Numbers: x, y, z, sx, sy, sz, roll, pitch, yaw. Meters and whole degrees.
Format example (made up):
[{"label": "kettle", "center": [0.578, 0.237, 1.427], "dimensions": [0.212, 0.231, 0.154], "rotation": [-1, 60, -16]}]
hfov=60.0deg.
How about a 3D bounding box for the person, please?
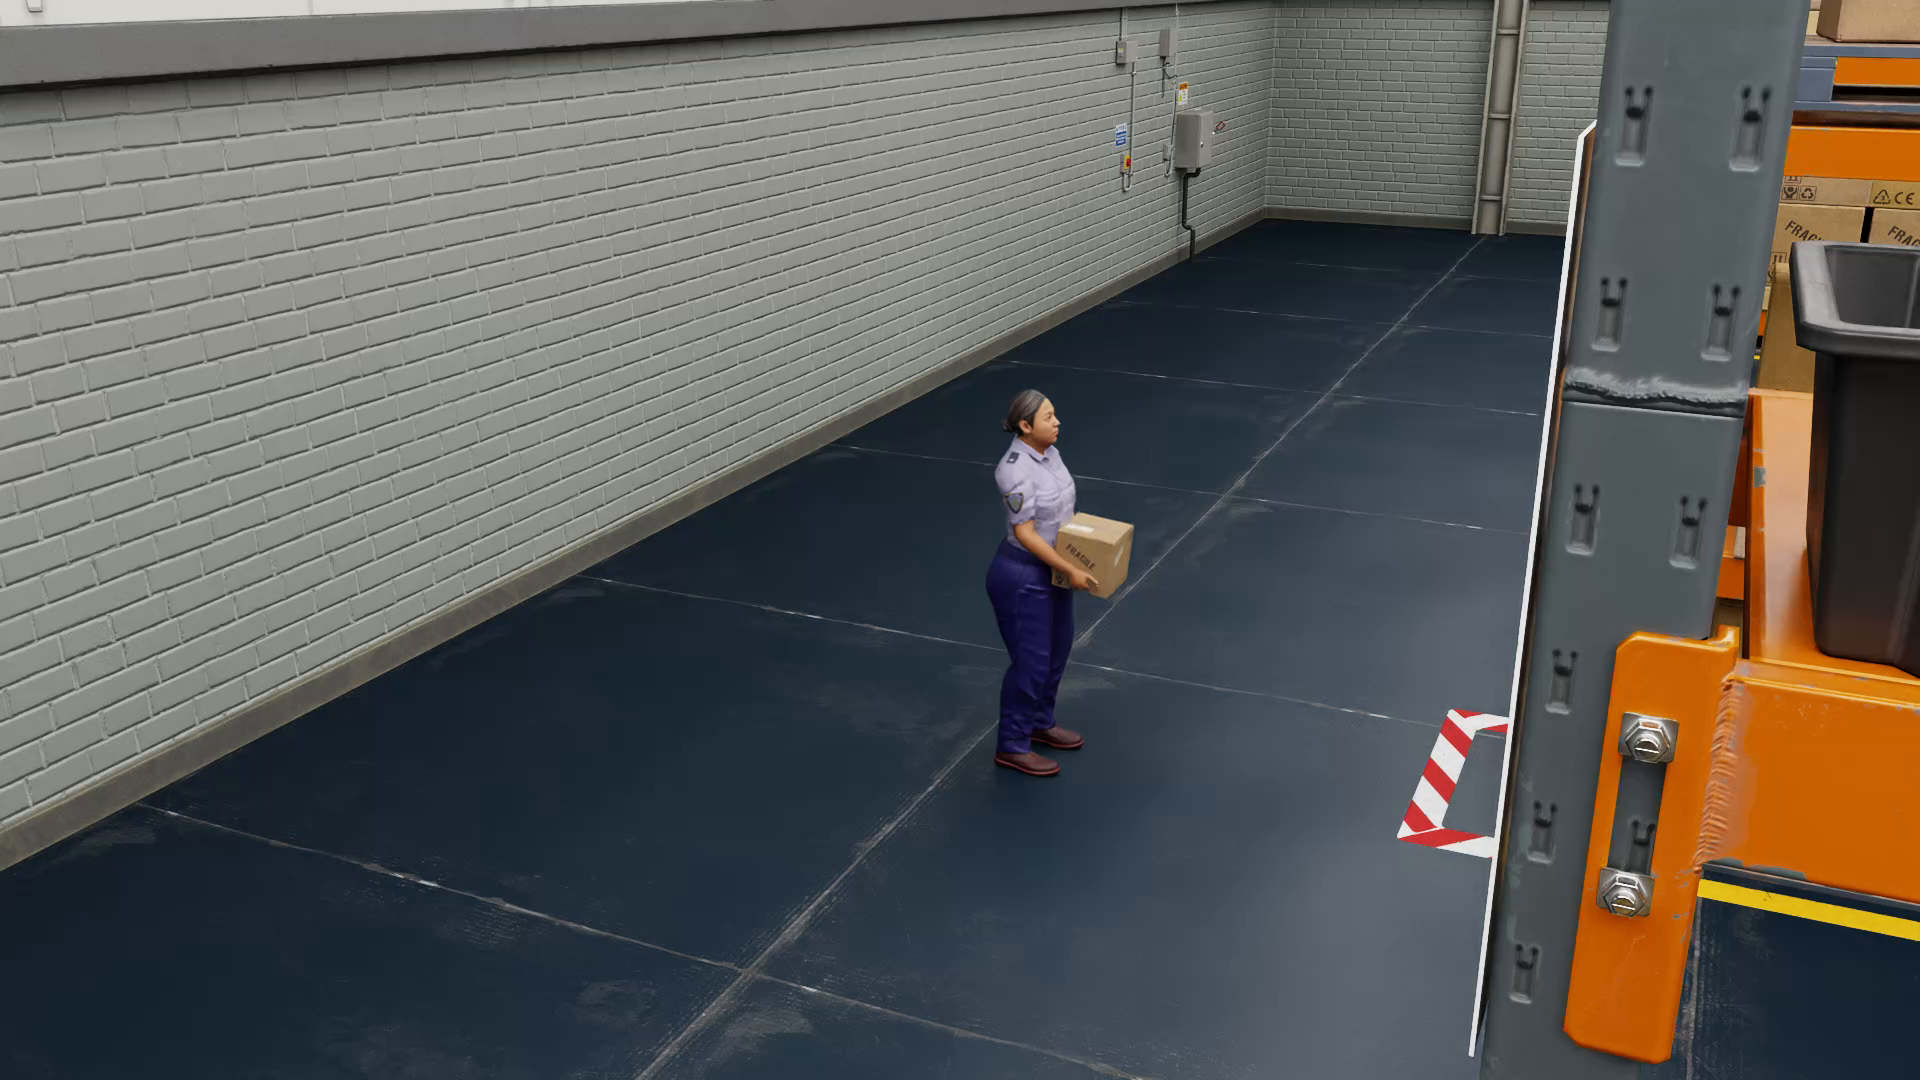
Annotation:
[{"label": "person", "center": [0.391, 0.174, 7.084], "dimensions": [0.511, 1.647, 0.471], "rotation": [8, 21, 23]}]
